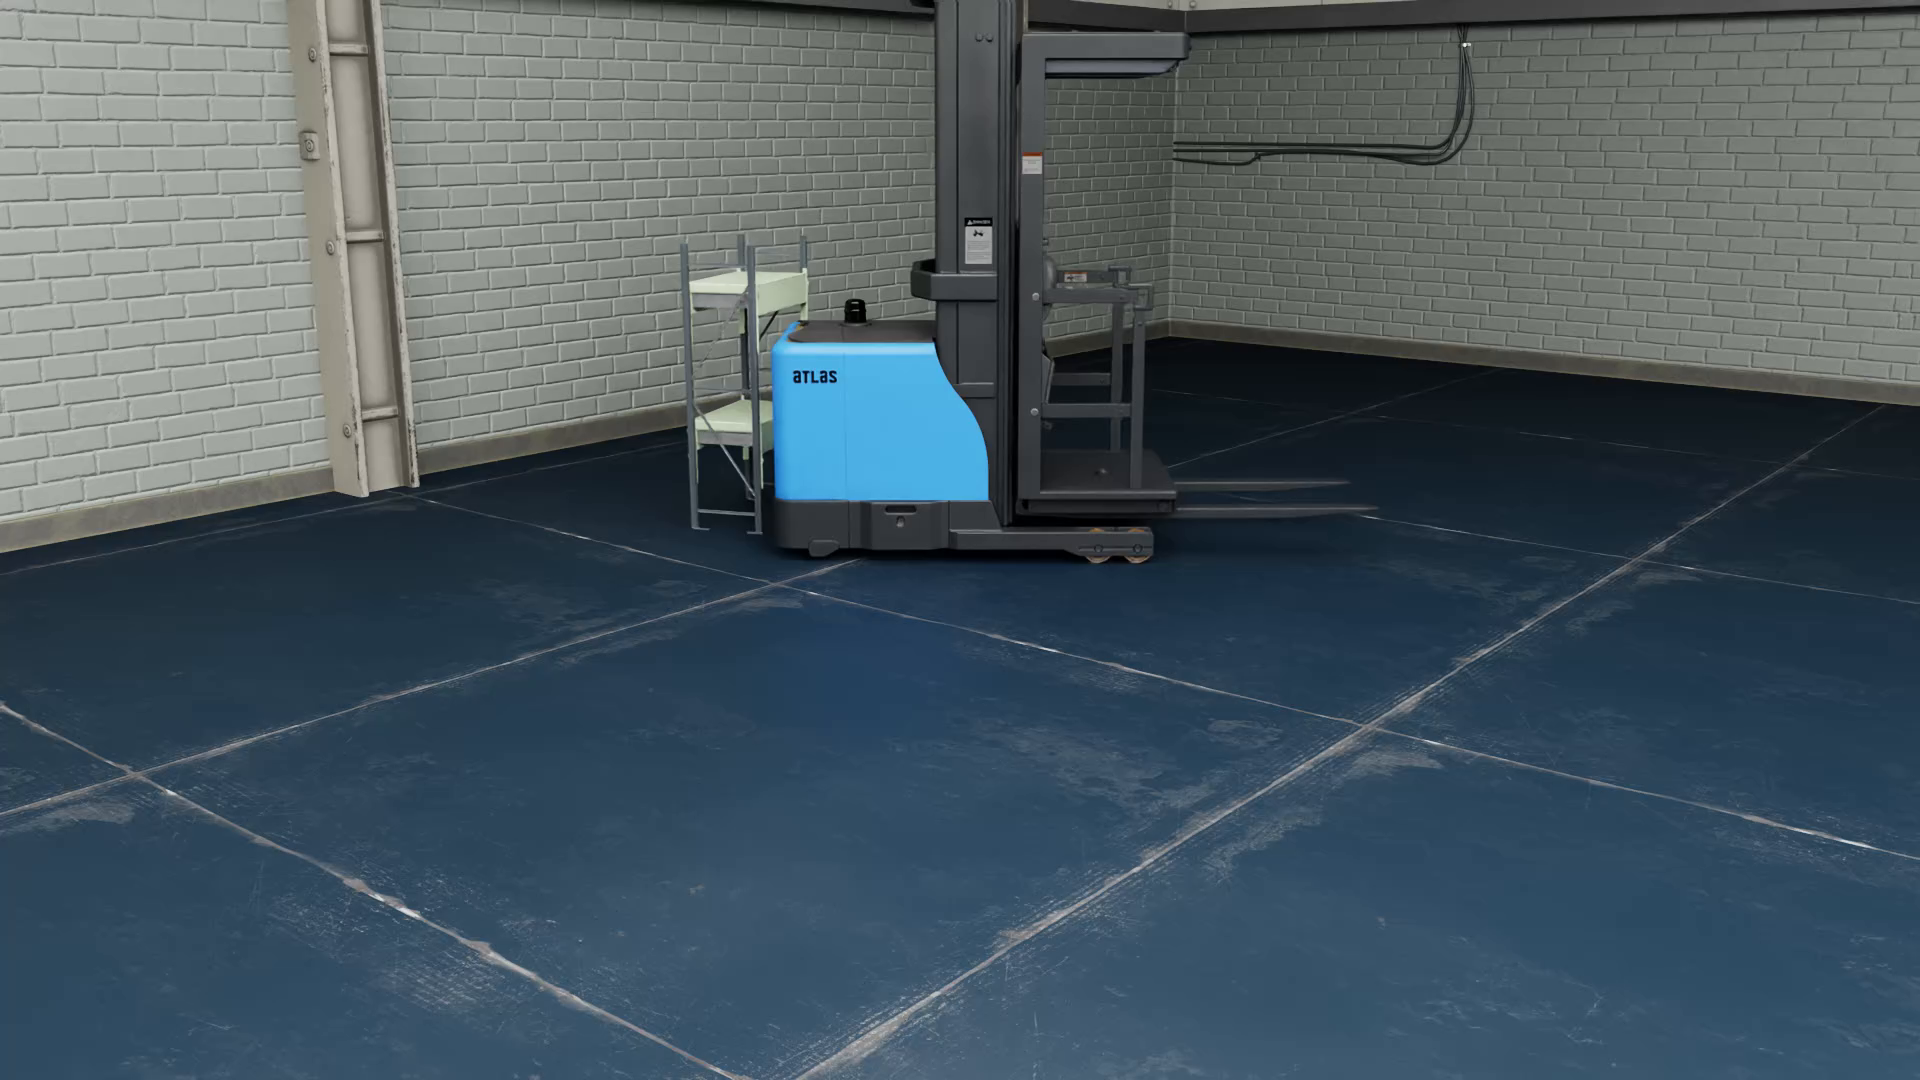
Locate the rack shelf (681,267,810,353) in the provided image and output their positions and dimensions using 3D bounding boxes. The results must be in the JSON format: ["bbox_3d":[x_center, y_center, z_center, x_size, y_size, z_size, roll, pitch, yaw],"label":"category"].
[{"bbox_3d":[-1.132,-1.236,8.858,0.431,0.370,0.720,4,15,15],"label":"rack shelf"}]

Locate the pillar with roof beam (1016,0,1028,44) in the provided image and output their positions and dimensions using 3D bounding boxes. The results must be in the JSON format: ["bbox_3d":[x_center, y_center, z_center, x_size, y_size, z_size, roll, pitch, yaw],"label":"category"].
[{"bbox_3d":[3.670,-5.151,10.622,9.100,9.000,0.400,11,18,38],"label":"pillar with roof beam"}]

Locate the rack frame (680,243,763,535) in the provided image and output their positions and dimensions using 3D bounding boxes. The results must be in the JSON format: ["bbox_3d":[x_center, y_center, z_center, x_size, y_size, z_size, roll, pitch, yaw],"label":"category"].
[{"bbox_3d":[-1.232,-0.771,8.613,0.400,1.500,0.023,4,15,15],"label":"rack frame"}]

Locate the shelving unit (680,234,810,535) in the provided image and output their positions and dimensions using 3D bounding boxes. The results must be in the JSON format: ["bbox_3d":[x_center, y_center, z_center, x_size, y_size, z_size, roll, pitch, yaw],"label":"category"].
[{"bbox_3d":[-1.132,-0.858,8.954,0.431,1.500,0.755,4,15,15],"label":"shelving unit"}]

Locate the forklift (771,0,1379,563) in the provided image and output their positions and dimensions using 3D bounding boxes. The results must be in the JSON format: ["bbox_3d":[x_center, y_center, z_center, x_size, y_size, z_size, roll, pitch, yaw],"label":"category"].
[{"bbox_3d":[0.586,-1.440,8.337,3.031,2.935,1.130,0,14,0],"label":"forklift"}]

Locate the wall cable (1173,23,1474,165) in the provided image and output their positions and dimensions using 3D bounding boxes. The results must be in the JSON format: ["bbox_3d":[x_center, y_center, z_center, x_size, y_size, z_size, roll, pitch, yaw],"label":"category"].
[{"bbox_3d":[3.202,-4.672,15.042,3.097,2.526,0.112,11,18,38],"label":"wall cable"}]

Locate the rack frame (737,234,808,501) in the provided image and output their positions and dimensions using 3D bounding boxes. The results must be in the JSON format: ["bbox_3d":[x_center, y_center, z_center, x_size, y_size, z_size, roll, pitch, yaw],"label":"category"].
[{"bbox_3d":[-1.032,-0.945,9.296,0.400,1.500,0.023,4,15,15],"label":"rack frame"}]

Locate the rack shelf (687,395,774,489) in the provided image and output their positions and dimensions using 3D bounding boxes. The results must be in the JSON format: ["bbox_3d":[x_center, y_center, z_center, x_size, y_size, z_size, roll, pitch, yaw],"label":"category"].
[{"bbox_3d":[-1.132,-0.542,9.035,0.431,0.370,0.720,4,15,15],"label":"rack shelf"}]

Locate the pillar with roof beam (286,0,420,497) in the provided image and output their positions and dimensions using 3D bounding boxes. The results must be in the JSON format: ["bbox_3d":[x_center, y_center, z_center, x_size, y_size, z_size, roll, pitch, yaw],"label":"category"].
[{"bbox_3d":[-0.101,-4.002,6.099,9.100,9.000,0.400,11,18,38],"label":"pillar with roof beam"}]
